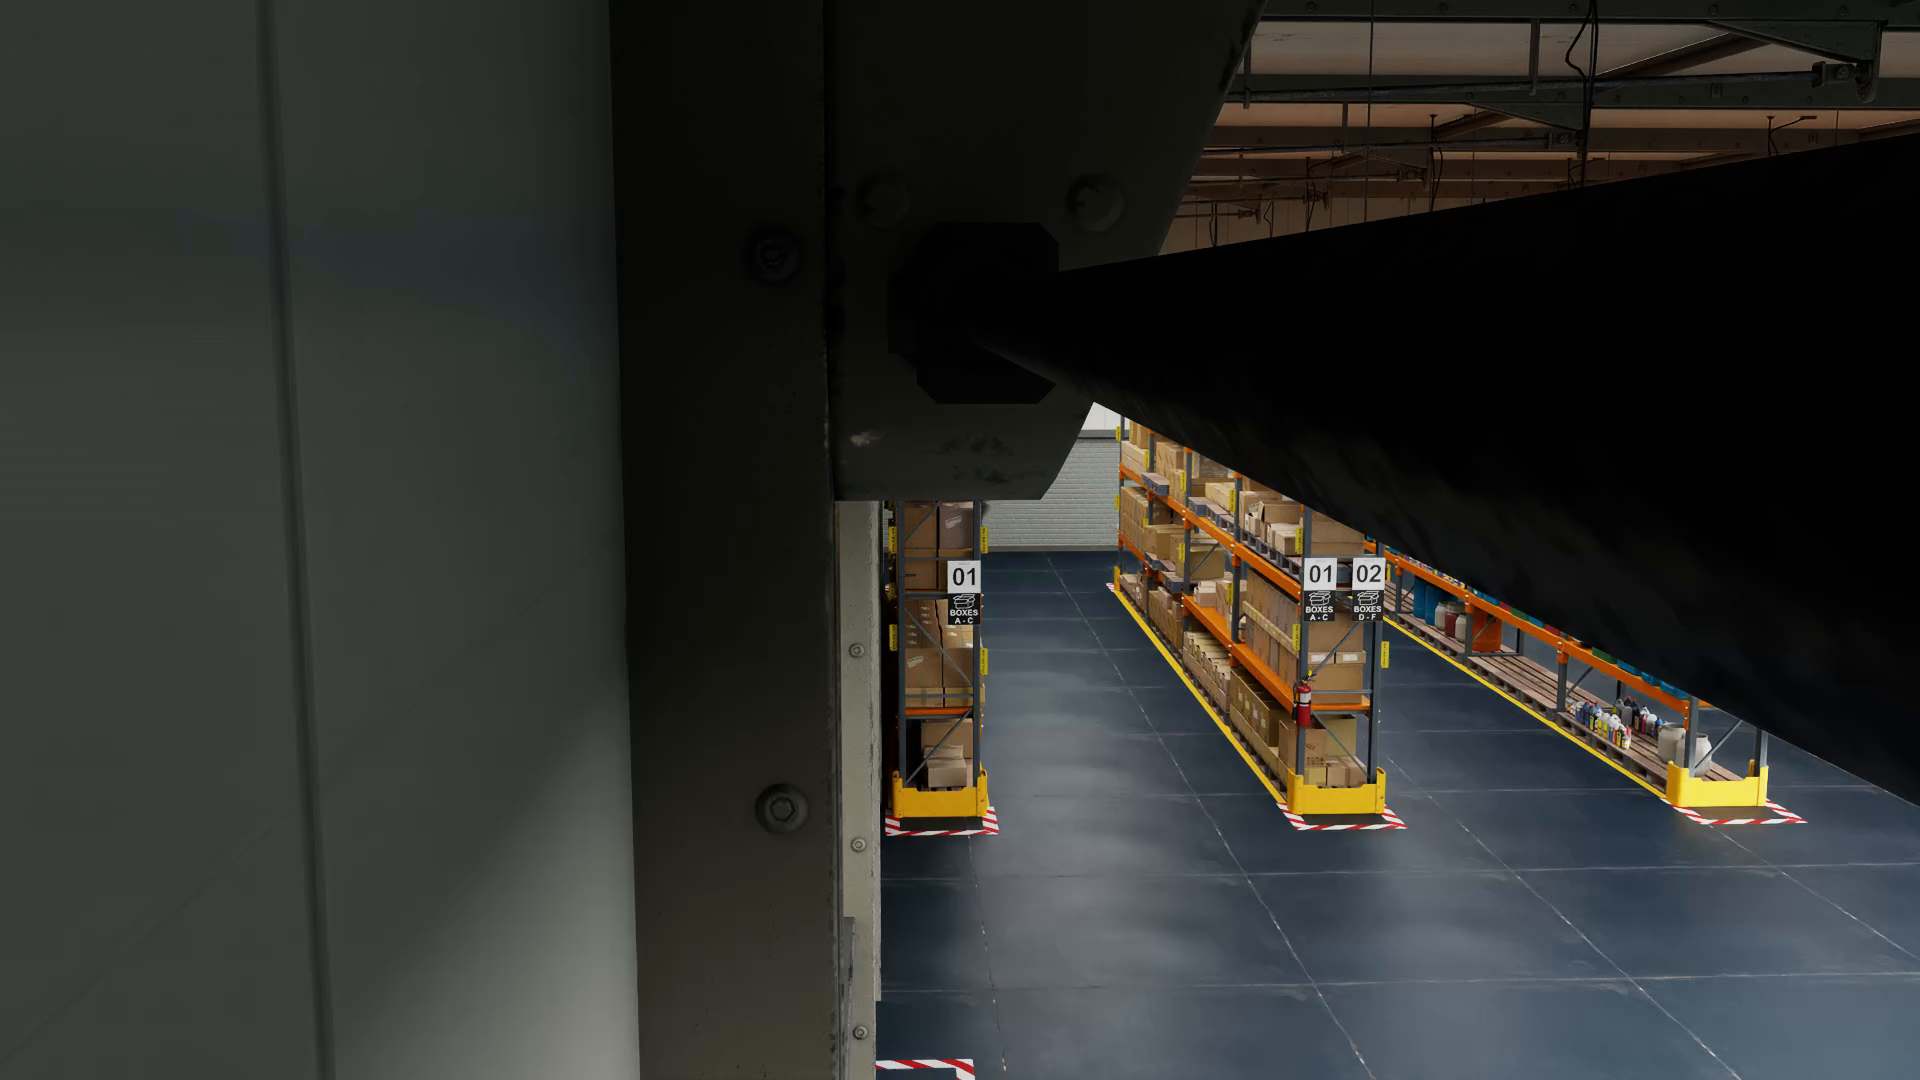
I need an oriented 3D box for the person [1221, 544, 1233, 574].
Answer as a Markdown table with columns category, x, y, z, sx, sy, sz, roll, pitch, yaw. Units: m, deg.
| category | x | y | z | sx | sy | sz | roll | pitch | yaw |
| --- | --- | --- | --- | --- | --- | --- | --- | --- | --- |
| person | 5.722 | 0.203 | 36.692 | 0.745 | 1.787 | 0.742 | -6 | 10 | -37 |
